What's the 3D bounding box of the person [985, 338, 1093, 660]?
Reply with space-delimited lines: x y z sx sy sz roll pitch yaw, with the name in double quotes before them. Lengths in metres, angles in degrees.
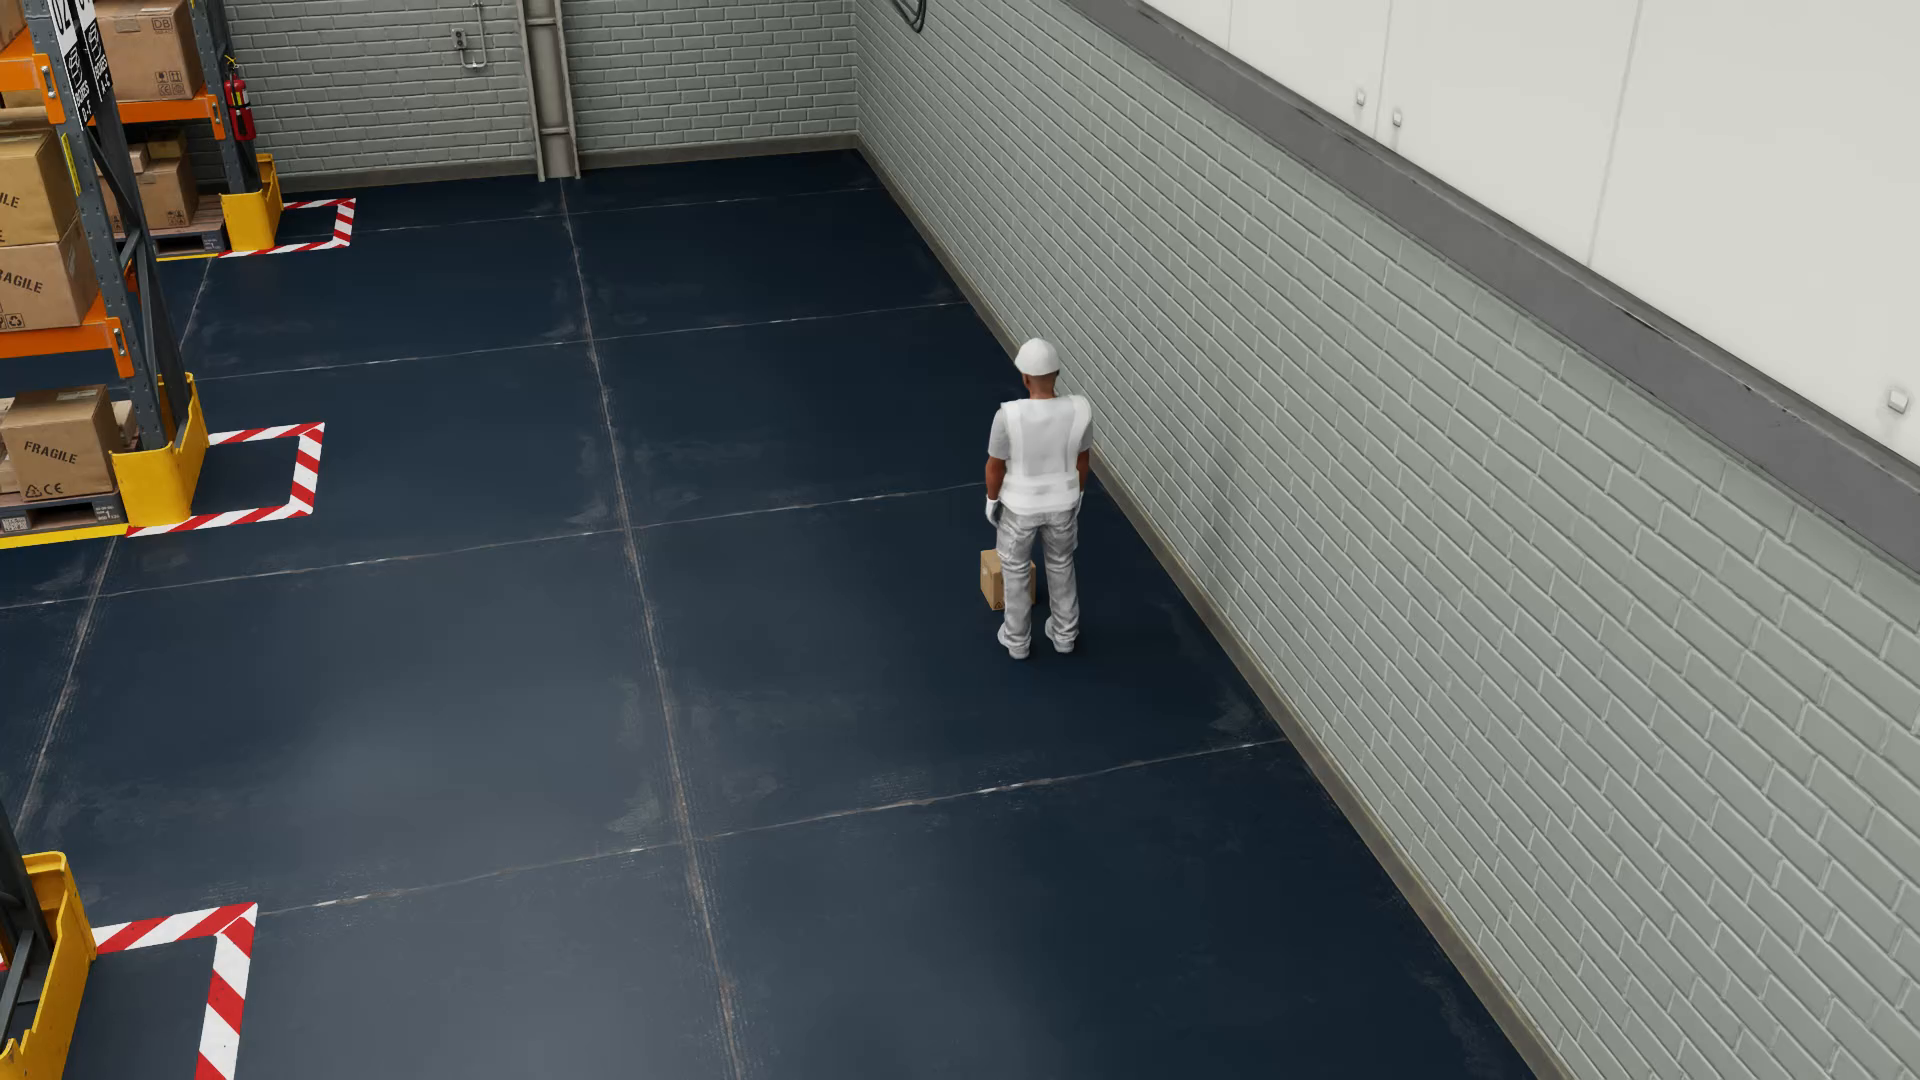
"person" 0.394 -0.203 8.578 0.548 1.777 0.354 -7 31 -12
